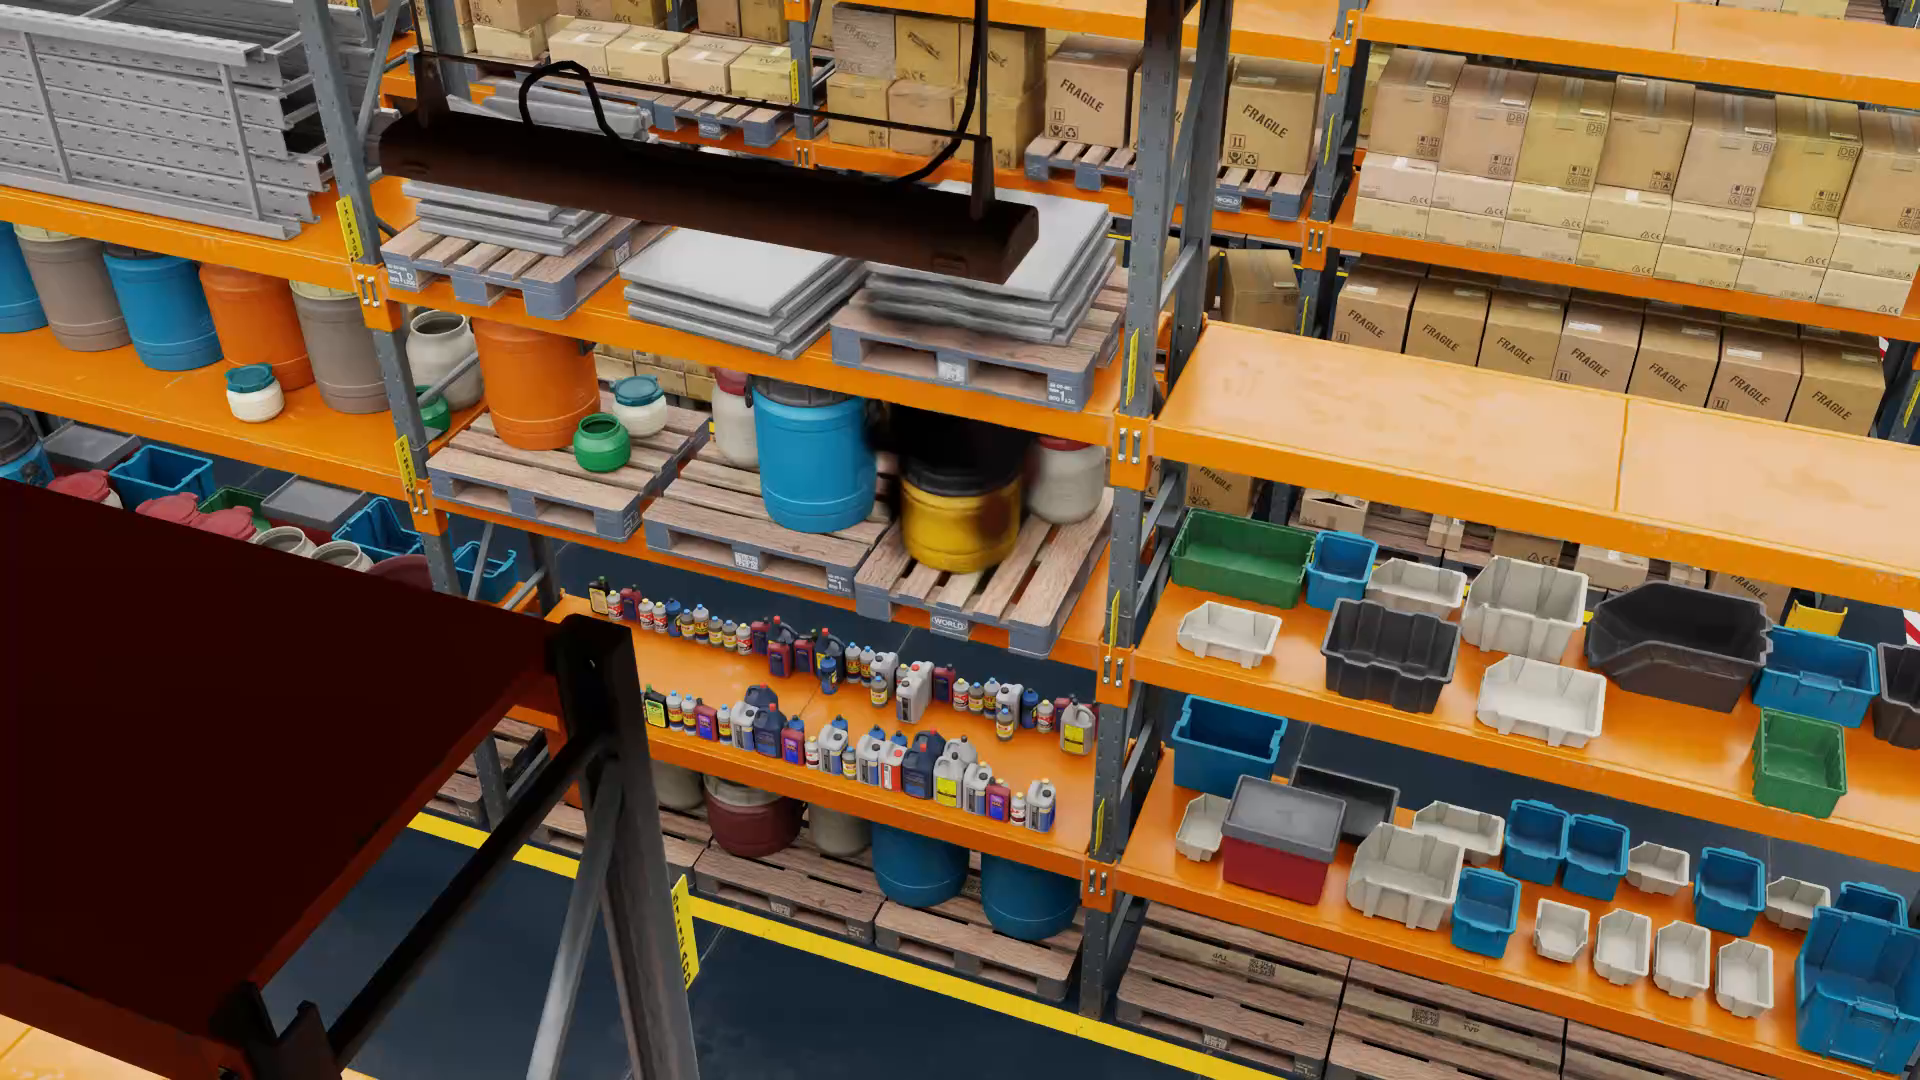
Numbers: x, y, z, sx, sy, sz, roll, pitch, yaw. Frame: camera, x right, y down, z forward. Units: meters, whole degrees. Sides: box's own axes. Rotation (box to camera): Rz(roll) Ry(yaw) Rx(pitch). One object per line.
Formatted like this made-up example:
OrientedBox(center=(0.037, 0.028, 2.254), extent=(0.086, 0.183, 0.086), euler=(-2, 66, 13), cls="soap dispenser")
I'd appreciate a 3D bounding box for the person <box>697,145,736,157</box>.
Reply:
OrientedBox(center=(-2.432, -3.346, 16.441), extent=(0.733, 1.761, 0.690), euler=(12, 38, 15), cls="person")
